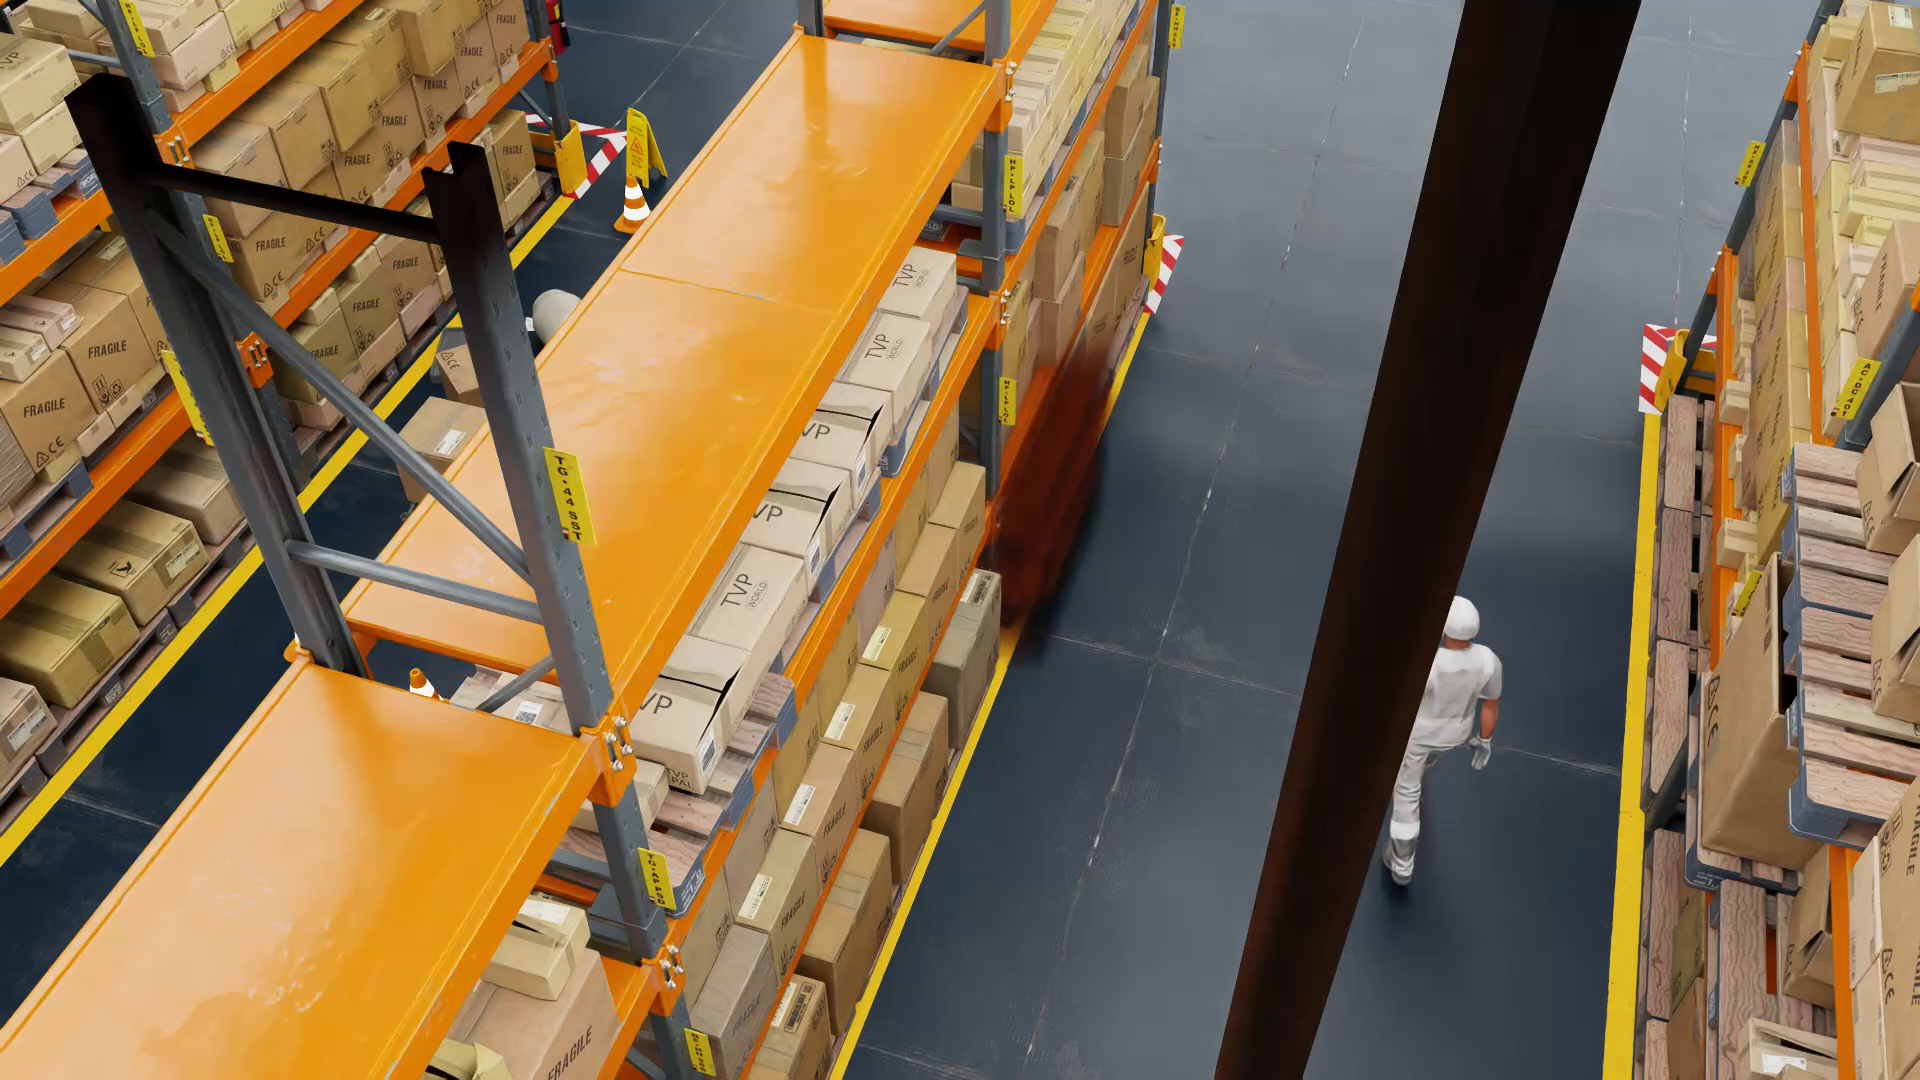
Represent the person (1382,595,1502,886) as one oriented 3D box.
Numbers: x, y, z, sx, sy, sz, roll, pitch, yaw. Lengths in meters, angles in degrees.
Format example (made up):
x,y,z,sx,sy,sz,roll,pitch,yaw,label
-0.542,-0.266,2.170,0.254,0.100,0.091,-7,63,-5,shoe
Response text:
x,y,z,sx,sy,sz,roll,pitch,yaw,label
2.517,0.970,8.953,0.643,1.737,1.093,2,46,2,person
